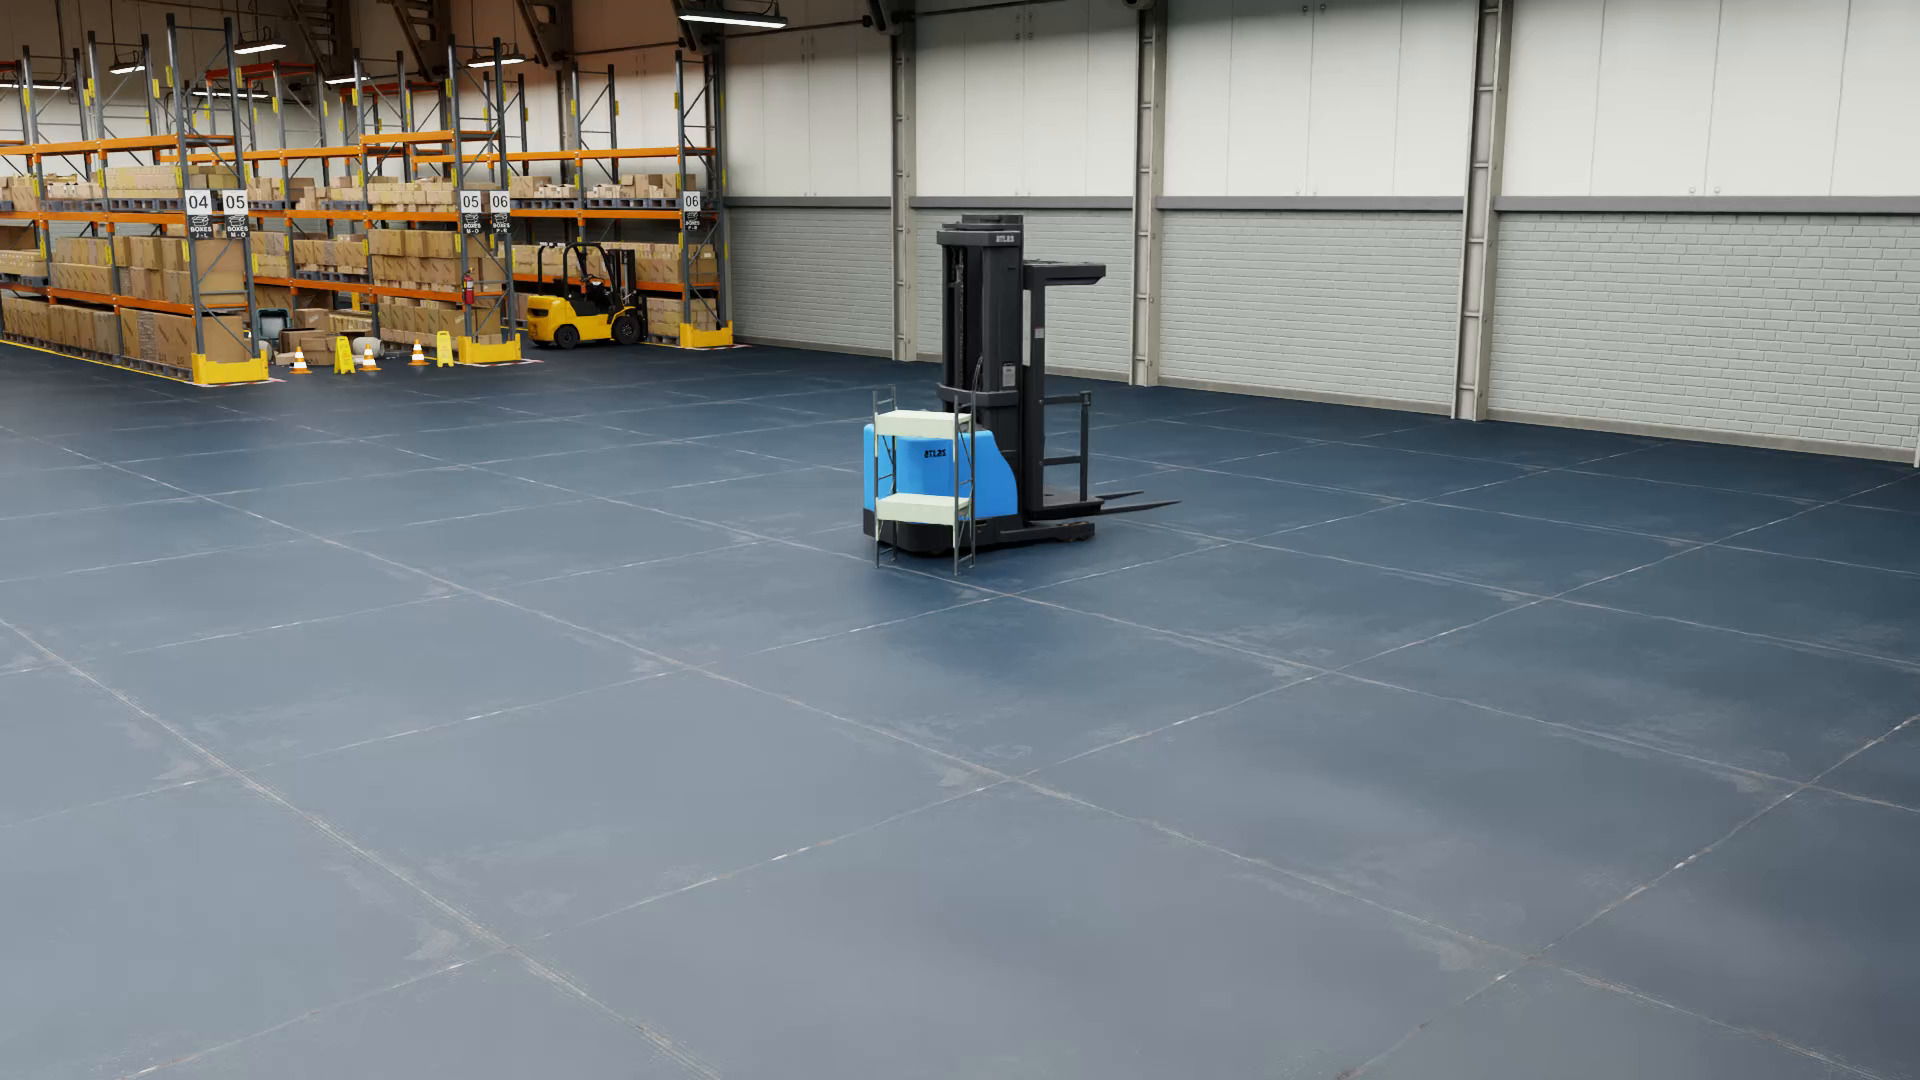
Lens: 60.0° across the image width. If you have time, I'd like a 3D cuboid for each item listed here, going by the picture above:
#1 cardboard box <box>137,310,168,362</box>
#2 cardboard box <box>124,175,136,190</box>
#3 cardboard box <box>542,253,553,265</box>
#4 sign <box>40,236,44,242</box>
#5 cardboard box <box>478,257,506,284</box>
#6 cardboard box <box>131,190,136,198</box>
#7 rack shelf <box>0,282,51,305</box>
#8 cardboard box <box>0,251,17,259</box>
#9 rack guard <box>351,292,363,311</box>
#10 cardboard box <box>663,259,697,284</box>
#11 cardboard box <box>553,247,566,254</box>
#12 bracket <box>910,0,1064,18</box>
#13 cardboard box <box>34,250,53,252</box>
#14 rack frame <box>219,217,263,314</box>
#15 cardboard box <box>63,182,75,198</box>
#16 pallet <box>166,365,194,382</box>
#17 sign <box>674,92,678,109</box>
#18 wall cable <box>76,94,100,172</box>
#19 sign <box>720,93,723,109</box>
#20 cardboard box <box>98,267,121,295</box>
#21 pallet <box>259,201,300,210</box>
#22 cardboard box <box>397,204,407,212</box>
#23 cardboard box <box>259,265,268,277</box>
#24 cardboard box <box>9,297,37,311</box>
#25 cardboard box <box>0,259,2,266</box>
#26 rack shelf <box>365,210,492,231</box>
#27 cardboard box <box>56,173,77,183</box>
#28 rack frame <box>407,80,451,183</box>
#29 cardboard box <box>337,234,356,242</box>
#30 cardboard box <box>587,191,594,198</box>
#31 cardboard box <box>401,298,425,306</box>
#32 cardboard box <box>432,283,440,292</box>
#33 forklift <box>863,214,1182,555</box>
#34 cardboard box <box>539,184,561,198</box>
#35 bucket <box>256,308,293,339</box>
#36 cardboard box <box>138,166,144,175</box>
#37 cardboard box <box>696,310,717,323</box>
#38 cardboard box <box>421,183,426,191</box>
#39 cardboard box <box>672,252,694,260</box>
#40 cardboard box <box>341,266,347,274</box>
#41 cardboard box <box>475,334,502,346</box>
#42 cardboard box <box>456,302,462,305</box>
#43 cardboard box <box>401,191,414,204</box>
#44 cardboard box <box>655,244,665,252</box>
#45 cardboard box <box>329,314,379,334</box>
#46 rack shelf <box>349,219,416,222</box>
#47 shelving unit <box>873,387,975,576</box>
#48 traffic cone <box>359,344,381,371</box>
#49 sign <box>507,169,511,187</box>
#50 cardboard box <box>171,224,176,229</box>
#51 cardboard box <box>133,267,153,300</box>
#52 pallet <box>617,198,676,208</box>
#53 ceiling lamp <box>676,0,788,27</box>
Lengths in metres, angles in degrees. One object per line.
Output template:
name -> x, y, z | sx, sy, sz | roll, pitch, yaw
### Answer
cardboard box -> -14.230, -3.709, 30.046 | 0.875, 0.875, 0.875 | -11, 16, -42
cardboard box -> -14.406, -6.316, 29.383 | 0.500, 0.250, 0.500 | -11, 16, -43
cardboard box -> -9.375, -6.531, 38.647 | 0.500, 0.250, 0.500 | -10, 16, -41
sign -> -20.365, -6.589, 36.931 | 0.100, 0.325, 0.005 | -11, 16, -43
cardboard box -> -9.093, -5.200, 32.072 | 0.500, 0.500, 0.500 | -11, 16, -43
cardboard box -> -14.353, -6.092, 29.284 | 0.380, 0.149, 0.250 | -11, 16, -43
rack shelf -> -19.383, -5.300, 35.325 | 1.077, 0.370, 4.000 | -11, 16, -43
cardboard box -> -20.105, -6.045, 35.266 | 0.380, 0.149, 0.250 | -11, 16, -43
rack guard -> -16.376, -6.690, 46.481 | 1.175, 0.500, 0.348 | -11, 16, -43
cardboard box -> -5.909, -5.674, 35.110 | 0.500, 0.500, 0.500 | -11, 16, -44
cardboard box -> -9.138, -6.657, 38.275 | 0.250, 0.149, 0.380 | 11, 16, 43
bracket -> 0.756, -9.154, 28.461 | 0.076, 0.066, 4.783 | -11, 16, -43
cardboard box -> -19.634, -6.135, 35.704 | 0.250, 0.149, 0.380 | 11, 16, 43
rack frame -> -17.253, -6.649, 40.089 | 1.000, 3.000, 0.127 | -11, 16, -43
cardboard box -> -16.960, -6.756, 32.110 | 0.500, 0.311, 0.500 | -11, 16, -44
pallet -> -13.086, -2.933, 28.964 | 1.003, 0.211, 1.213 | -11, 16, -43
sign -> -5.781, -8.951, 33.884 | 0.100, 0.325, 0.005 | -11, 16, -43
wall cable -> -24.148, -10.962, 46.156 | 0.463, 3.000, 0.029 | -11, 16, -43
sign -> -4.973, -9.140, 34.604 | 0.100, 0.325, 0.005 | -11, 16, -43
cardboard box -> -15.793, -4.865, 31.181 | 0.500, 0.500, 0.500 | -11, 16, -43
pallet -> -14.974, -7.528, 37.392 | 1.213, 0.211, 1.003 | -10, 15, -40
cardboard box -> -10.864, -6.548, 32.786 | 0.380, 0.149, 0.250 | -11, 16, -44
cardboard box -> -15.728, -6.178, 38.172 | 0.500, 0.250, 0.500 | -11, 16, -43
cardboard box -> -20.075, -5.071, 35.726 | 0.500, 0.250, 0.500 | -10, 16, -41
cardboard box -> -20.286, -5.938, 35.484 | 0.250, 0.149, 0.380 | 11, 16, 43
rack shelf -> -10.348, -6.306, 32.775 | 1.077, 0.370, 4.000 | -11, 16, -43
cardboard box -> -18.438, -7.426, 34.284 | 0.396, 0.266, 0.258 | -11, 16, -43
rack frame -> -13.666, -10.280, 42.844 | 1.000, 3.000, 0.127 | -11, 16, -43
cardboard box -> -12.903, -6.371, 35.106 | 0.250, 0.149, 0.380 | 11, 16, 43
cardboard box -> -8.051, -7.667, 36.929 | 0.380, 0.149, 0.250 | -10, 16, -41
cardboard box -> -10.929, -4.761, 33.235 | 0.380, 0.149, 0.250 | -10, 15, -39
cardboard box -> -9.996, -4.895, 32.197 | 0.380, 0.149, 0.250 | -11, 16, -42
forklift -> 0.654, -1.499, 15.261 | 3.031, 2.935, 1.130 | -7, 13, -29
cardboard box -> -9.348, -8.038, 38.328 | 0.500, 0.311, 0.500 | 11, 16, 43
bucket -> -13.478, -4.220, 32.643 | 0.726, 0.611, 0.620 | -5, 3, -23
cardboard box -> -14.008, -6.409, 28.848 | 0.380, 0.149, 0.250 | -11, 16, -42
cardboard box -> -5.554, -4.791, 35.607 | 0.500, 0.250, 0.500 | -11, 16, -42
cardboard box -> -10.217, -6.843, 32.244 | 0.250, 0.149, 0.380 | 11, 16, 44
cardboard box -> -5.821, -5.968, 34.929 | 0.380, 0.149, 0.250 | -11, 16, -42
cardboard box -> -12.836, -5.711, 35.118 | 0.380, 0.149, 0.250 | -11, 16, -42
cardboard box -> -9.324, -3.913, 32.582 | 0.500, 0.250, 0.500 | -11, 16, -43
cardboard box -> -12.425, -5.994, 42.066 | 0.500, 0.500, 0.500 | 11, 16, 43
cardboard box -> -10.573, -6.698, 32.529 | 0.500, 0.250, 0.500 | -11, 16, -42
cardboard box -> -6.290, -6.238, 35.502 | 0.380, 0.149, 0.250 | -11, 16, -42
cardboard box -> -13.073, -4.682, 36.013 | 0.950, 0.372, 0.625 | -10, 15, -41
rack shelf -> -15.047, -8.750, 44.636 | 1.077, 0.370, 4.000 | -11, 16, -43
shelving unit -> -0.297, -0.505, 13.982 | 0.755, 1.500, 0.431 | 5, 13, 22
traffic cone -> -10.764, -3.334, 30.285 | 0.336, 0.463, 0.334 | -11, 16, -43
sign -> -8.574, -6.871, 31.565 | 0.100, 0.325, 0.005 | -11, 16, -43
cardboard box -> -19.642, -7.917, 41.908 | 0.380, 0.149, 0.250 | -10, 15, -41
cardboard box -> -14.292, -4.626, 29.898 | 0.875, 0.550, 0.550 | -11, 16, -43
pallet -> -6.695, -7.301, 36.038 | 1.003, 0.211, 1.213 | -11, 16, -43
ceiling lamp -> -3.480, -9.861, 26.349 | 2.000, 3.185, 0.800 | -11, 16, -43
